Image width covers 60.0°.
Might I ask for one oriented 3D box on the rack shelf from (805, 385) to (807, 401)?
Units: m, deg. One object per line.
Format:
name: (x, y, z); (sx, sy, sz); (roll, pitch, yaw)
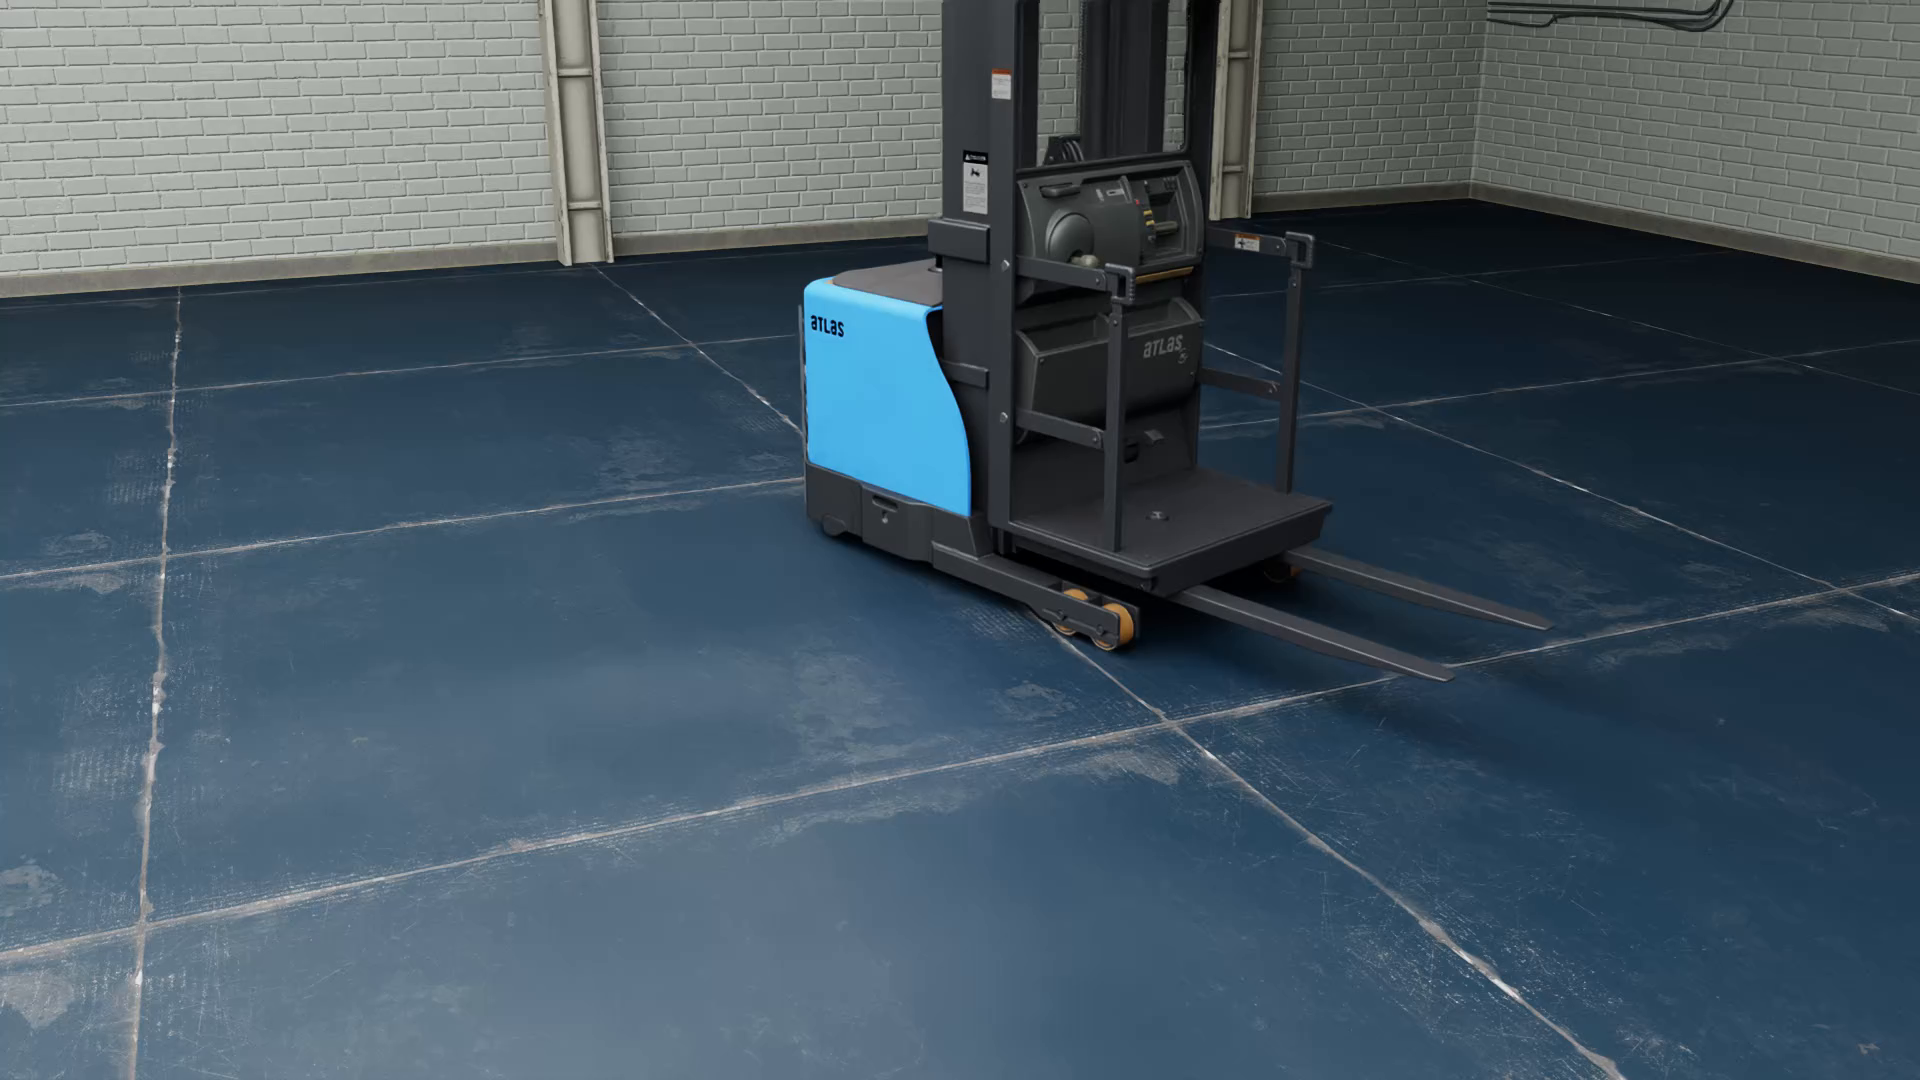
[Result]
rack shelf: (-0.541, -0.642, 7.320); (0.200, 0.077, 0.258); (-18, 26, -41)

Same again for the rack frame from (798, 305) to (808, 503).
rack frame: (-0.614, -0.565, 7.272); (0.006, 0.900, 0.240); (-18, 26, -41)

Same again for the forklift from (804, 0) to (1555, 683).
forklift: (0.713, -1.181, 5.964); (1.130, 2.935, 3.031); (-17, 26, -40)

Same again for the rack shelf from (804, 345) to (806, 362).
rack shelf: (-0.541, -0.812, 7.260); (0.200, 0.077, 0.258); (-18, 26, -41)

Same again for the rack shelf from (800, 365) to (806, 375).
rack shelf: (-0.541, -0.727, 7.290); (0.200, 0.077, 0.258); (-18, 26, -41)

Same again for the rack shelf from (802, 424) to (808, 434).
rack shelf: (-0.541, -0.472, 7.380); (0.200, 0.077, 0.258); (-18, 26, -41)

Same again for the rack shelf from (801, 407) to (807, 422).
rack shelf: (-0.541, -0.557, 7.350); (0.200, 0.077, 0.258); (-18, 26, -41)

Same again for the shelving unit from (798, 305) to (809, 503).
shelving unit: (-0.541, -0.589, 7.339); (0.210, 0.900, 0.258); (-18, 26, -41)

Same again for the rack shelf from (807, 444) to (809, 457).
rack shelf: (-0.541, -0.387, 7.410); (0.200, 0.077, 0.258); (-18, 26, -41)

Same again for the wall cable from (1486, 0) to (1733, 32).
wall cable: (5.721, -5.806, 14.639); (0.112, 2.526, 3.097); (-8, 21, -22)

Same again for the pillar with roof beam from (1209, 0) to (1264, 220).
pillar with roof beam: (4.197, -5.974, 10.439); (0.400, 9.000, 9.100); (-8, 21, -22)

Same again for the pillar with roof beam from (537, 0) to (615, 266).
pillar with roof beam: (-1.312, -5.185, 8.198); (0.400, 9.000, 9.100); (-8, 21, -22)
